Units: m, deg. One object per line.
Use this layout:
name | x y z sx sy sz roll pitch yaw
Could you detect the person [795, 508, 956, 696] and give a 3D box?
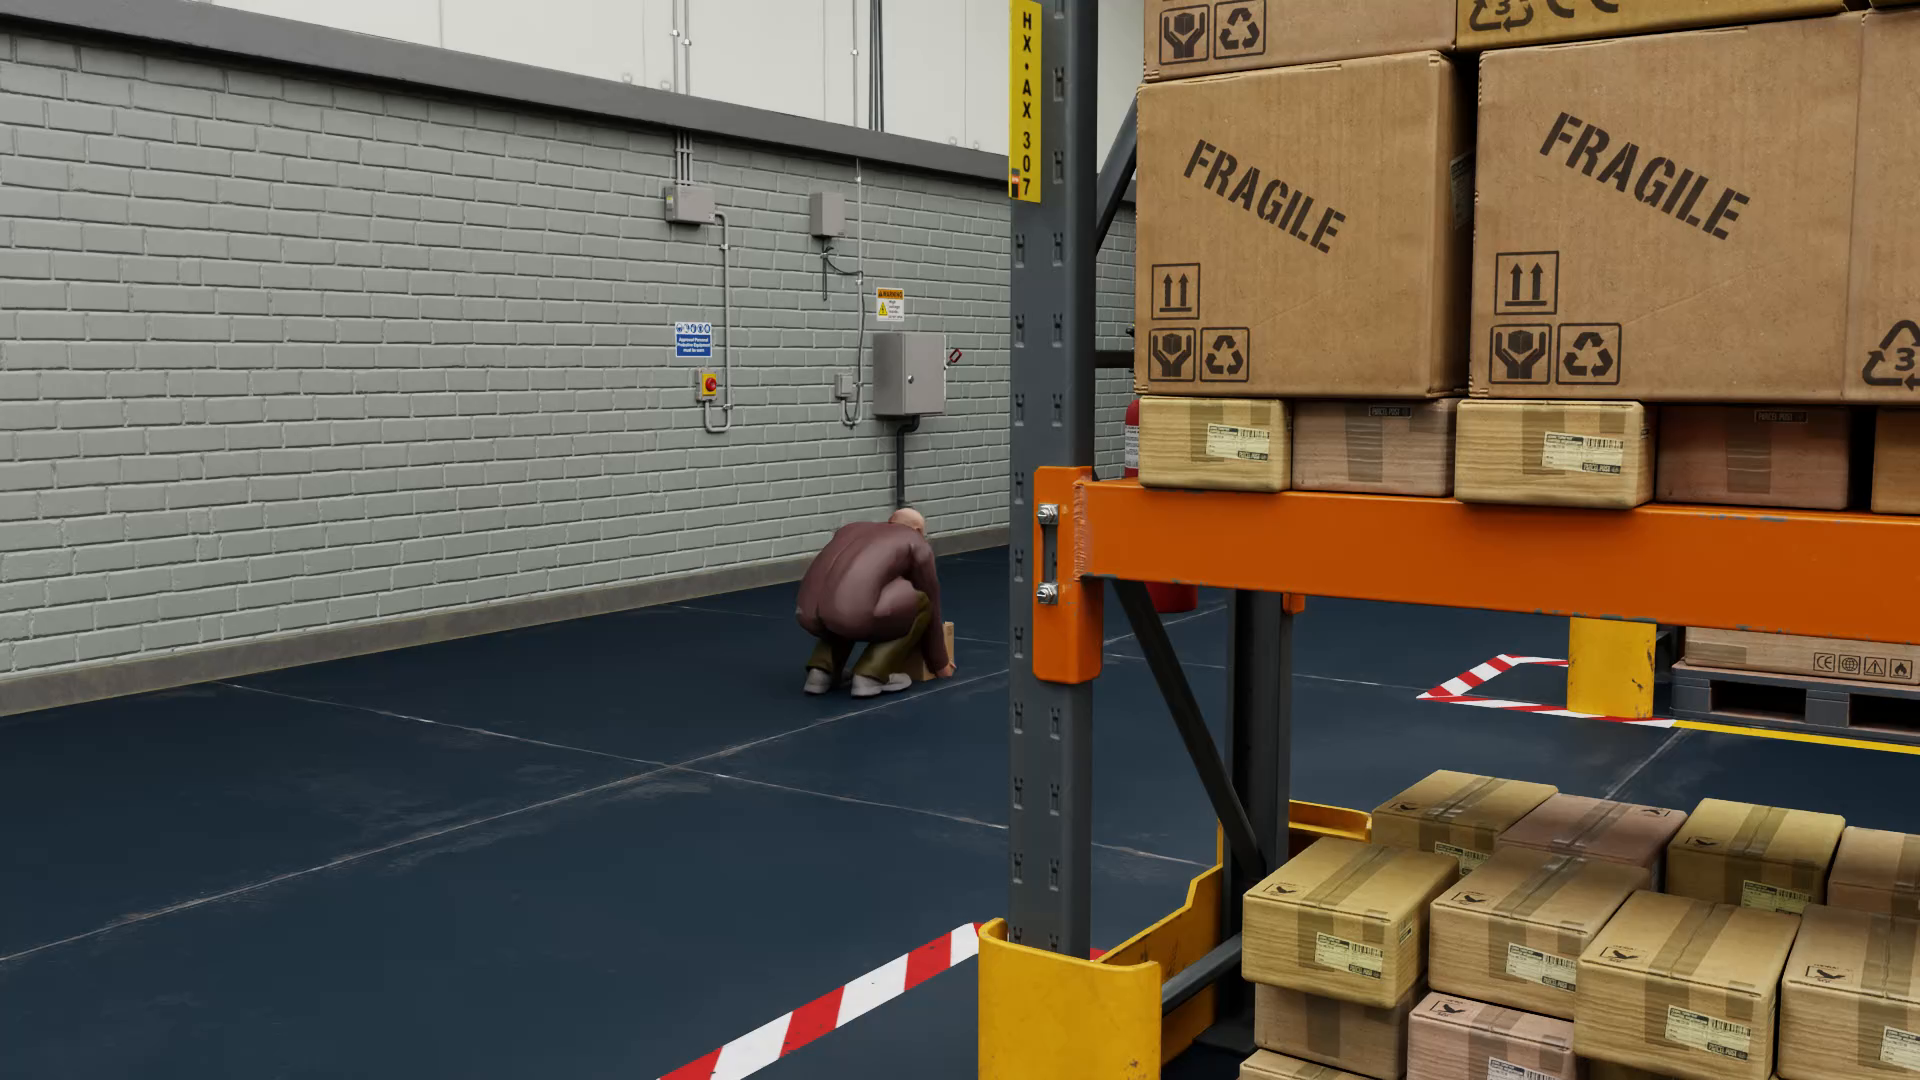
person | -0.397 0.321 7.695 0.581 0.884 0.911 4 7 33
